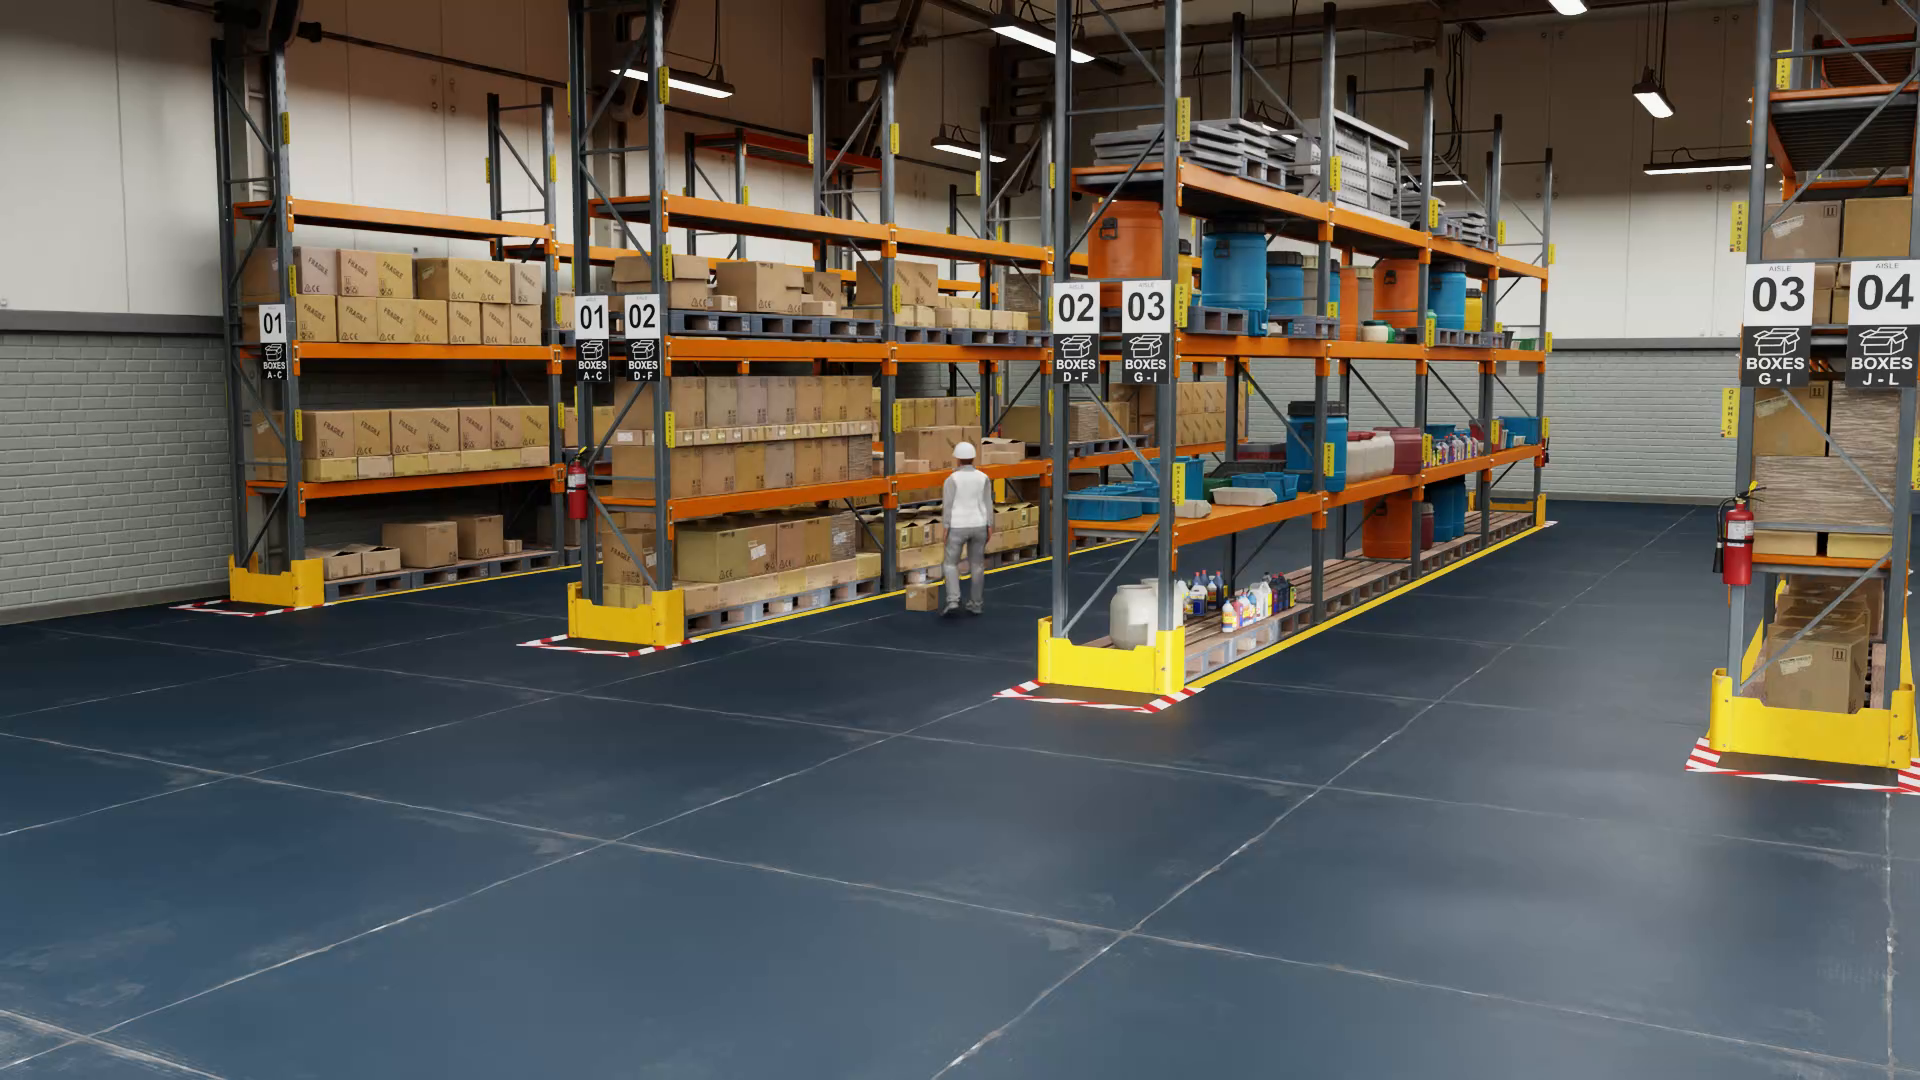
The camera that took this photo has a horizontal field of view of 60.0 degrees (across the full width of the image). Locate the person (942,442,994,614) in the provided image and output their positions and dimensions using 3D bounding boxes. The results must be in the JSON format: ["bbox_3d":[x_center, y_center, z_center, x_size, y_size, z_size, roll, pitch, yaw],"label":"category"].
[{"bbox_3d":[0.068,-0.123,17.110,0.573,1.778,0.530,-2,6,-19],"label":"person"}]
